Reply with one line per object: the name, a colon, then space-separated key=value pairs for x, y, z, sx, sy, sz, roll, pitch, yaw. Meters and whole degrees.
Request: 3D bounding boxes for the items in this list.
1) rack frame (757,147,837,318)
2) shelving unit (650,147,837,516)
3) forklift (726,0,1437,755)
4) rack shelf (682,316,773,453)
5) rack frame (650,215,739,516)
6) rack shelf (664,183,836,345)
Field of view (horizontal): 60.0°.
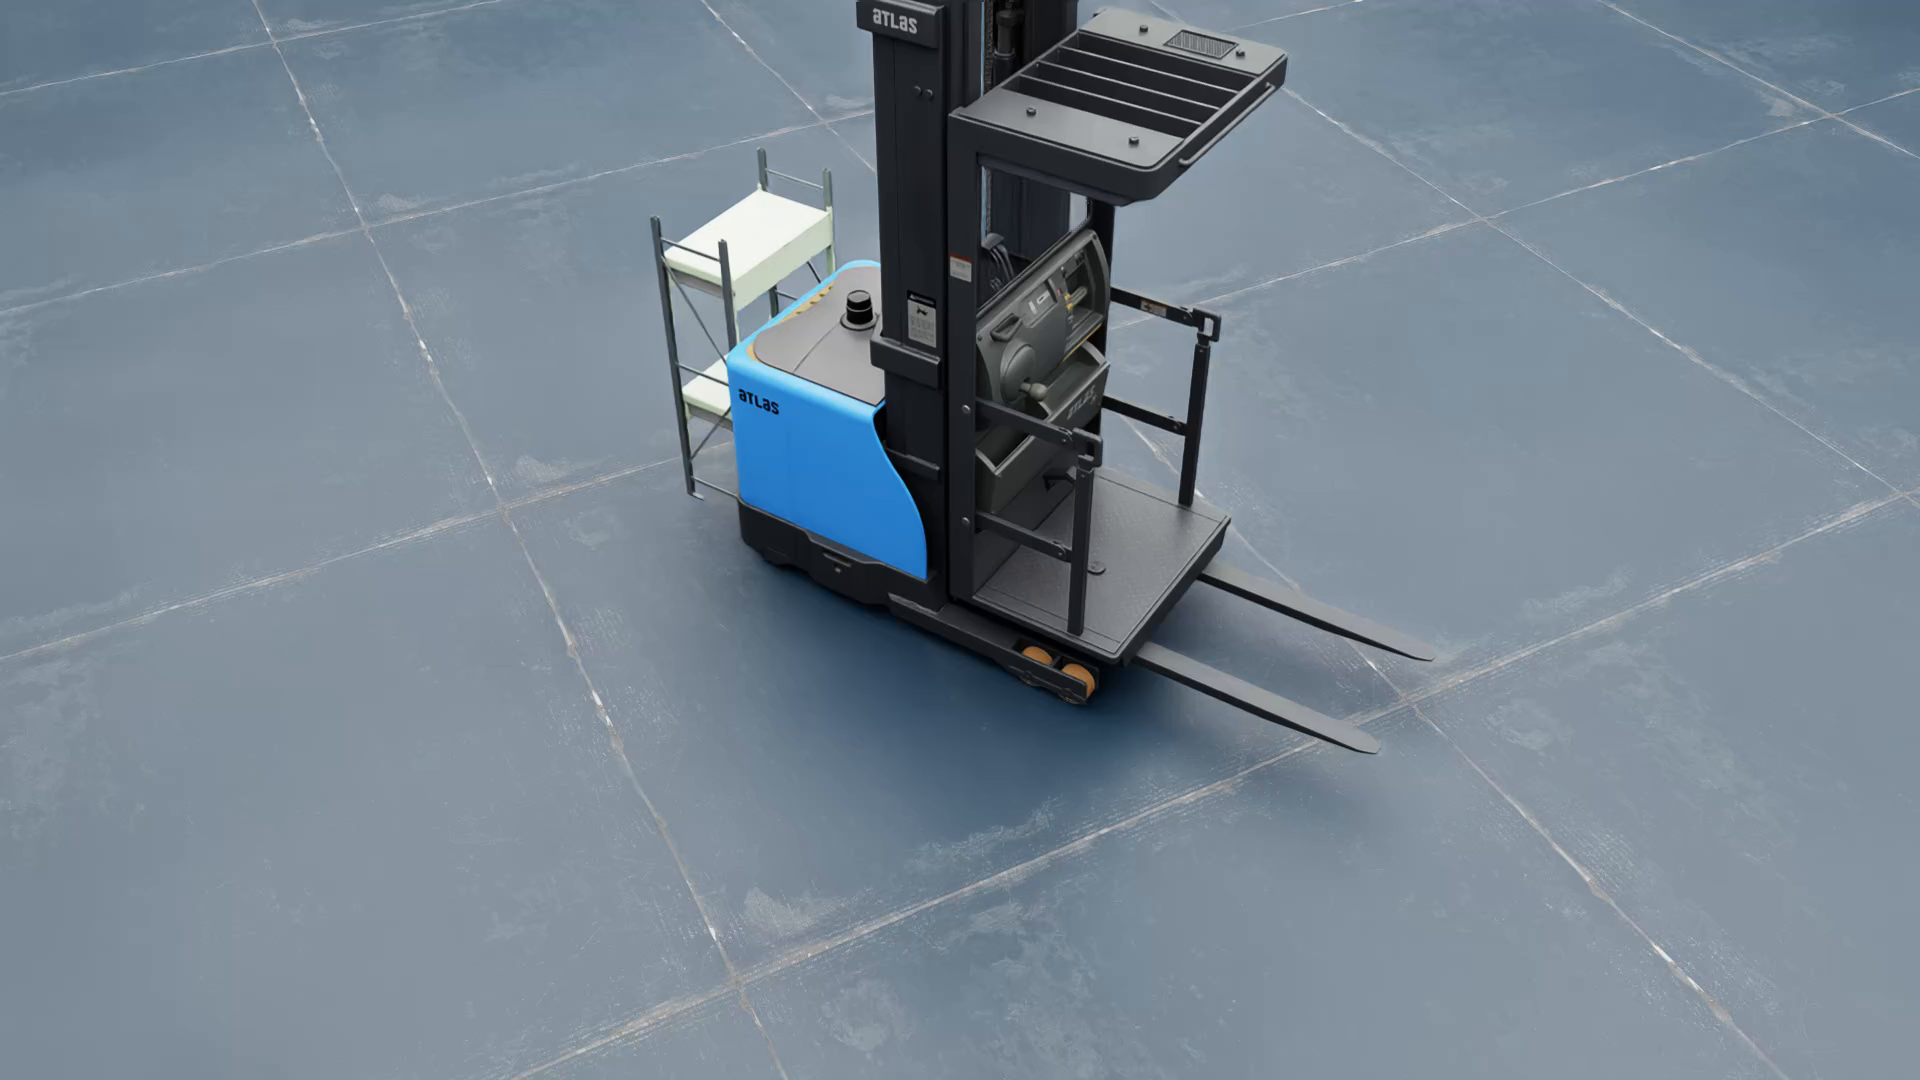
rack frame: x=-0.743 y=-1.129 z=7.912 sx=0.400 sy=1.500 sz=0.023 roll=22 pitch=45 yaw=24
shelving unit: x=-0.940 y=-0.930 z=7.677 sx=0.431 sy=1.500 sz=0.755 roll=22 pitch=45 yaw=24
forklift: x=0.510 y=-0.830 z=6.451 sx=3.031 sy=2.935 sz=1.130 roll=22 pitch=45 yaw=24
rack shelf: x=-0.940 y=-0.681 z=7.887 sx=0.431 sy=0.370 sz=0.720 roll=22 pitch=45 yaw=24
rack frame: x=-1.138 y=-0.731 z=7.441 sx=0.400 sy=1.500 sz=0.023 roll=22 pitch=45 yaw=24
rack shelf: x=-0.940 y=-1.228 z=7.425 sx=0.431 sy=0.370 sz=0.720 roll=22 pitch=45 yaw=24
